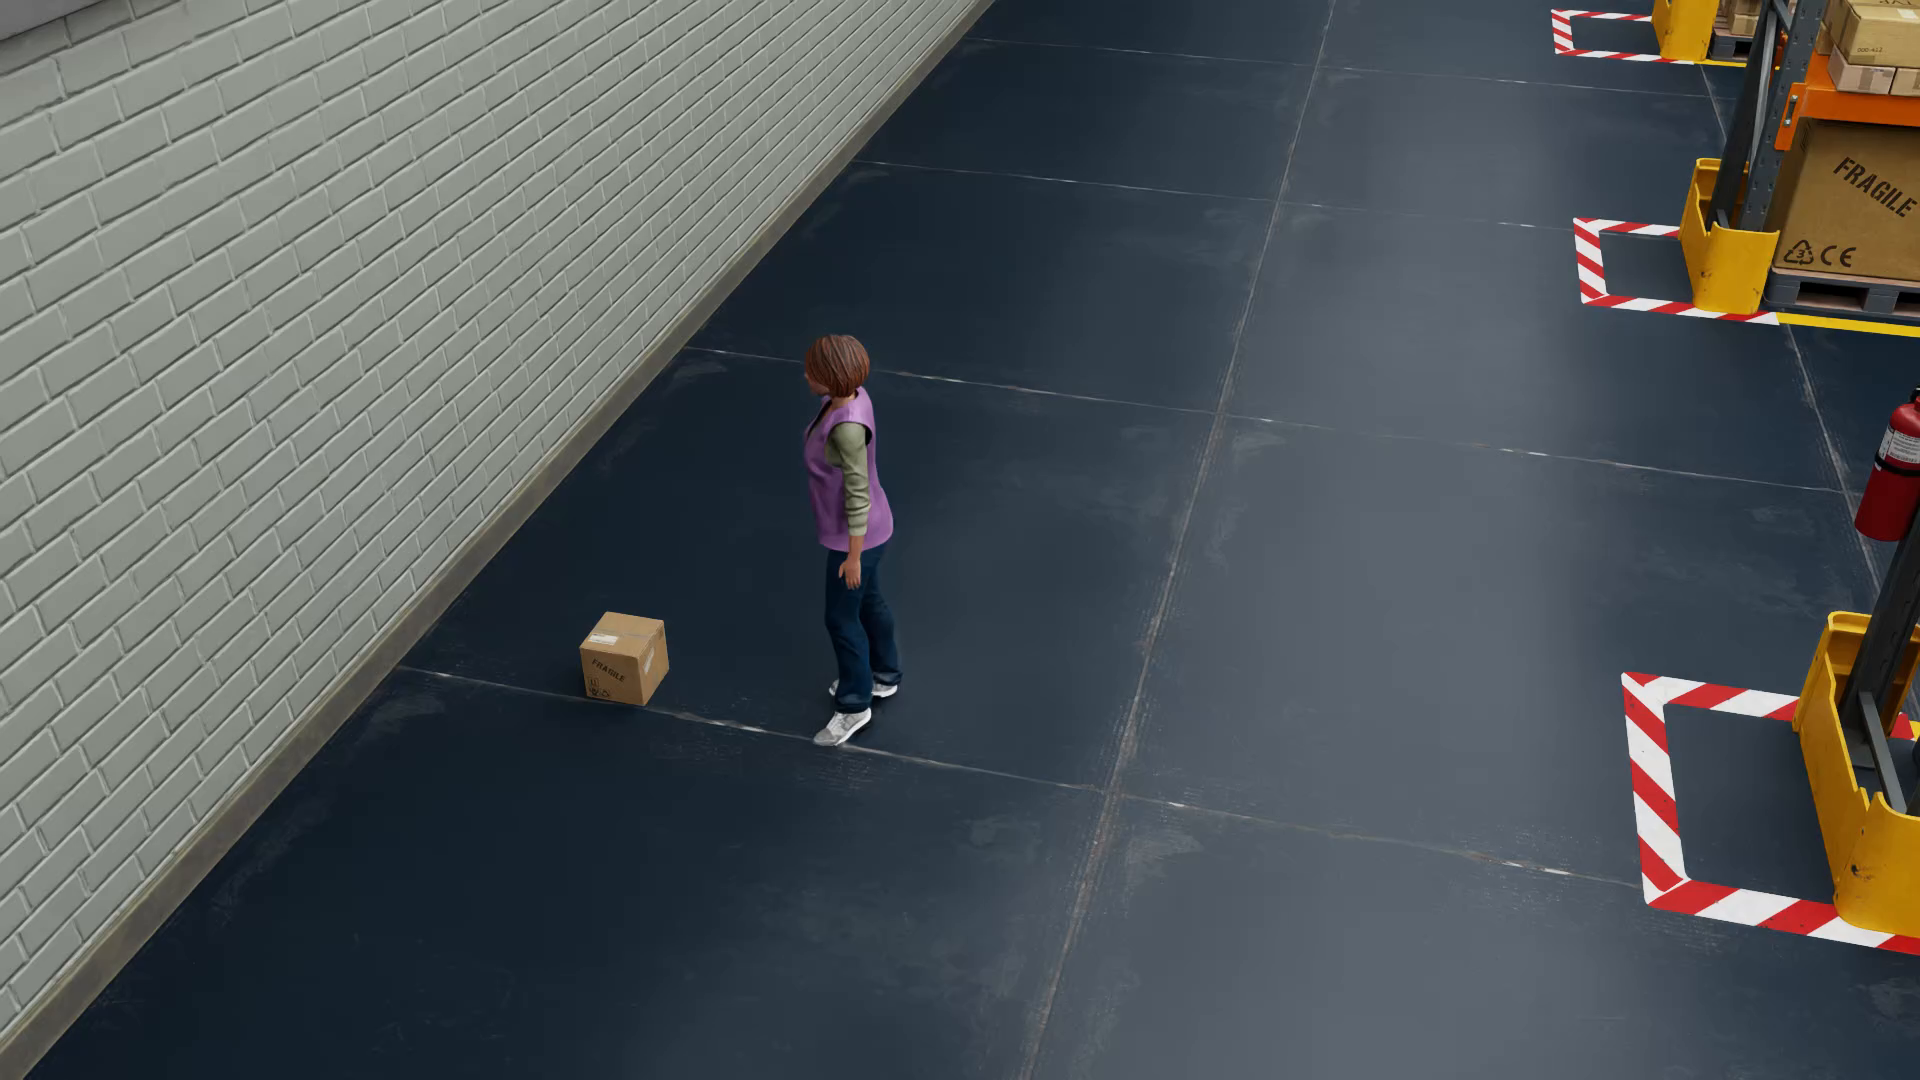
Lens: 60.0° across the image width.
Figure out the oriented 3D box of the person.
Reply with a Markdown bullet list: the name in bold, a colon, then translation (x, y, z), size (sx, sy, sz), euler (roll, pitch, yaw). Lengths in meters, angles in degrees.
- **person**: translation (-0.401, 0.040, 6.190), size (0.365, 1.539, 0.477), euler (-2, 33, -3)
